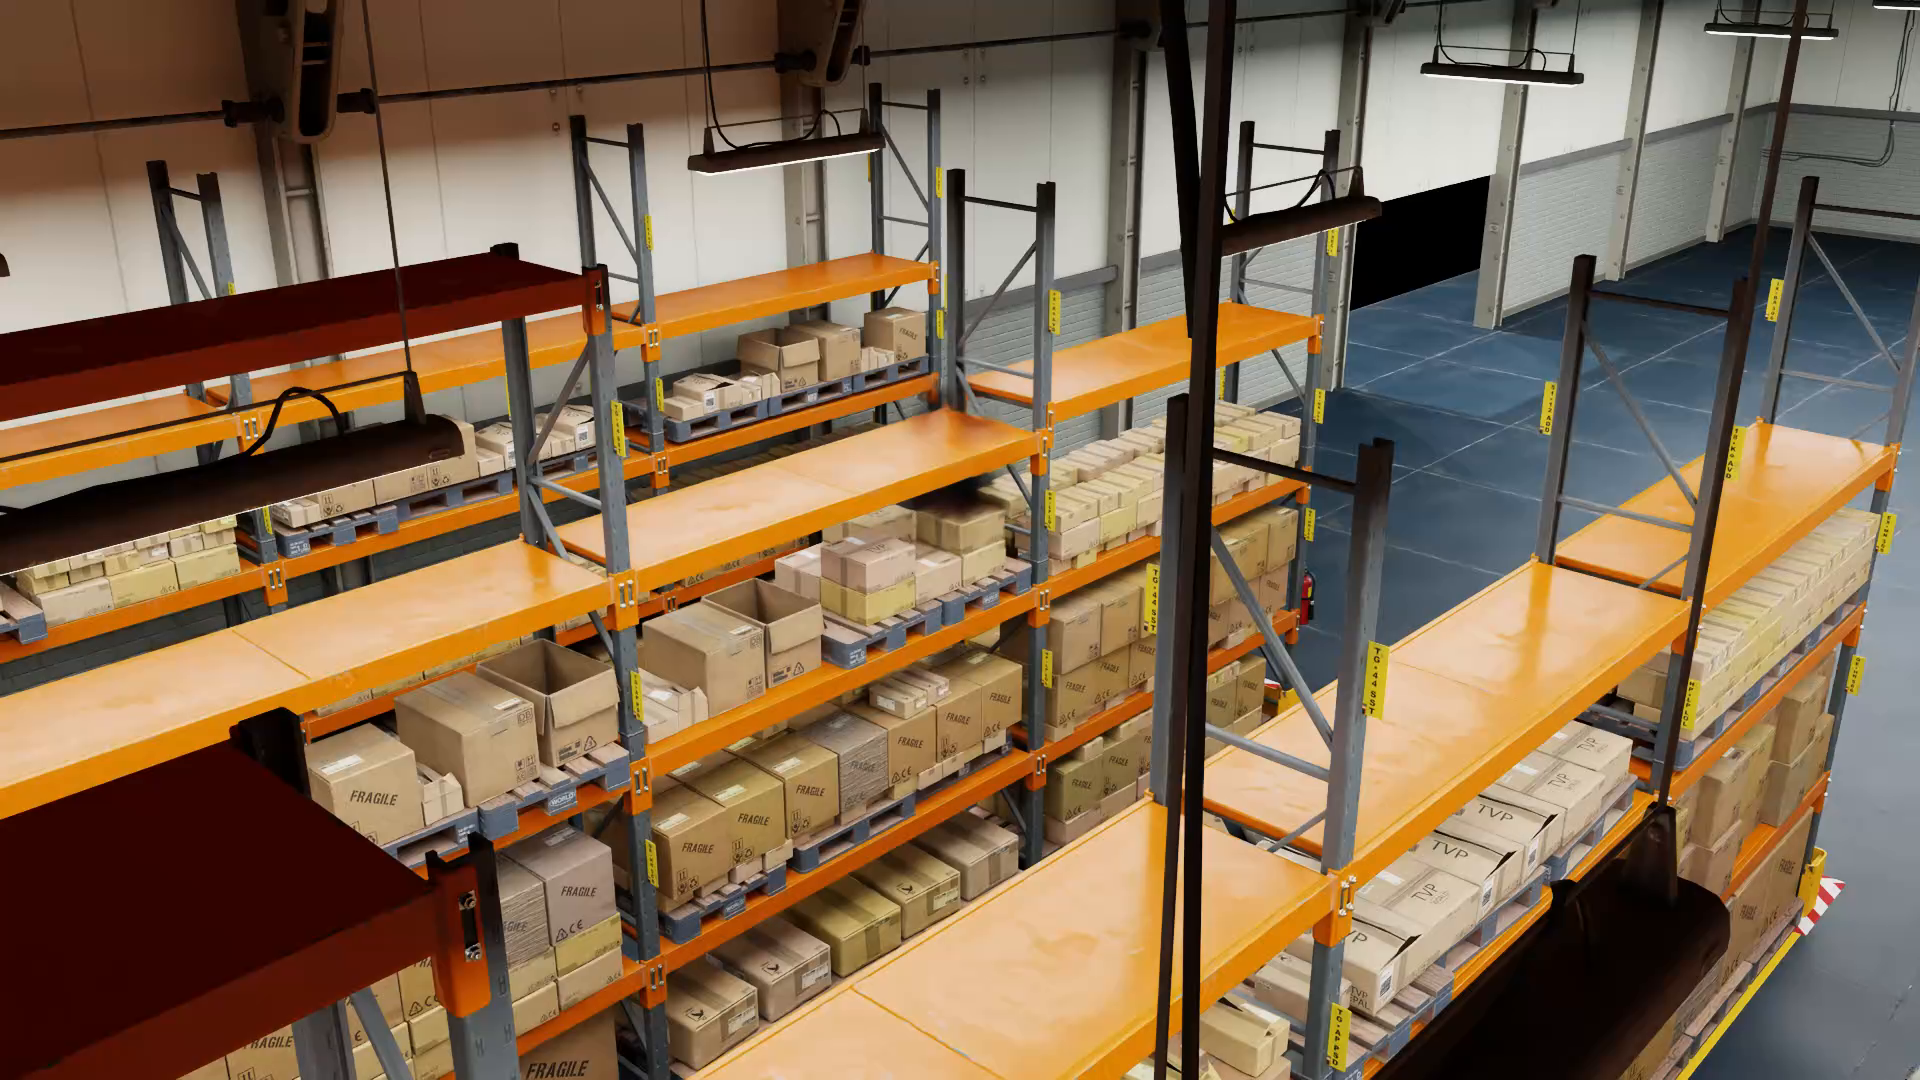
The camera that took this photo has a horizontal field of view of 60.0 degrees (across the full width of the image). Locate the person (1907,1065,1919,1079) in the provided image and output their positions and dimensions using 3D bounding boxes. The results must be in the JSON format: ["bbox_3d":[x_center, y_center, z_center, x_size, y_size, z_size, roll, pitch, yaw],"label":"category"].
[{"bbox_3d":[6.091,3.622,10.228,0.639,1.756,0.609,12,24,28],"label":"person"}]
